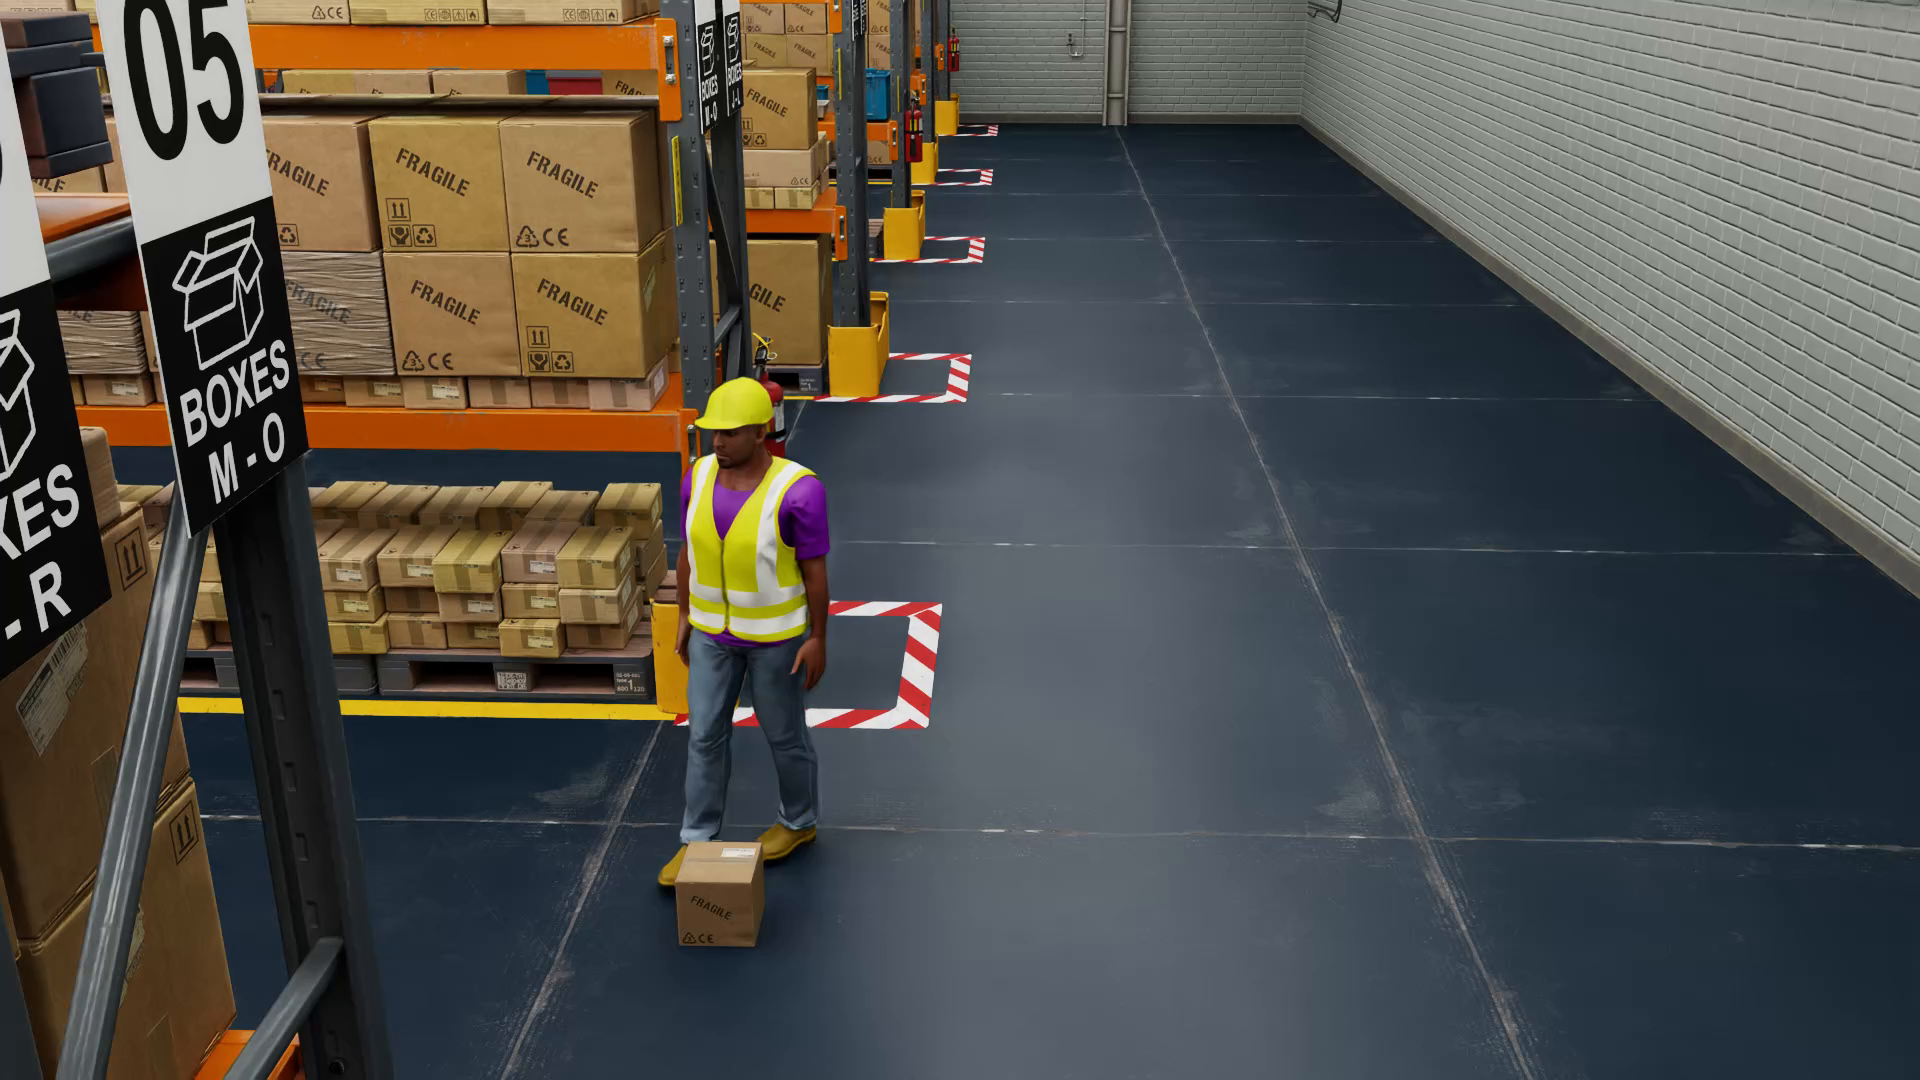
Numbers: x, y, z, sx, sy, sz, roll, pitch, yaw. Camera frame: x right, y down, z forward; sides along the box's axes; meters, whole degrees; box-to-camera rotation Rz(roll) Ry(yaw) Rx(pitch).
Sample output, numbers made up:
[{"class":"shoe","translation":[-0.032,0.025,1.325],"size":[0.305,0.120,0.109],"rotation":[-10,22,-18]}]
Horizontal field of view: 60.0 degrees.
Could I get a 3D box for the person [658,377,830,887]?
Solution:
[{"class":"person","translation":[-0.762,0.335,5.648],"size":[0.573,1.763,0.610],"rotation":[8,22,20]}]
